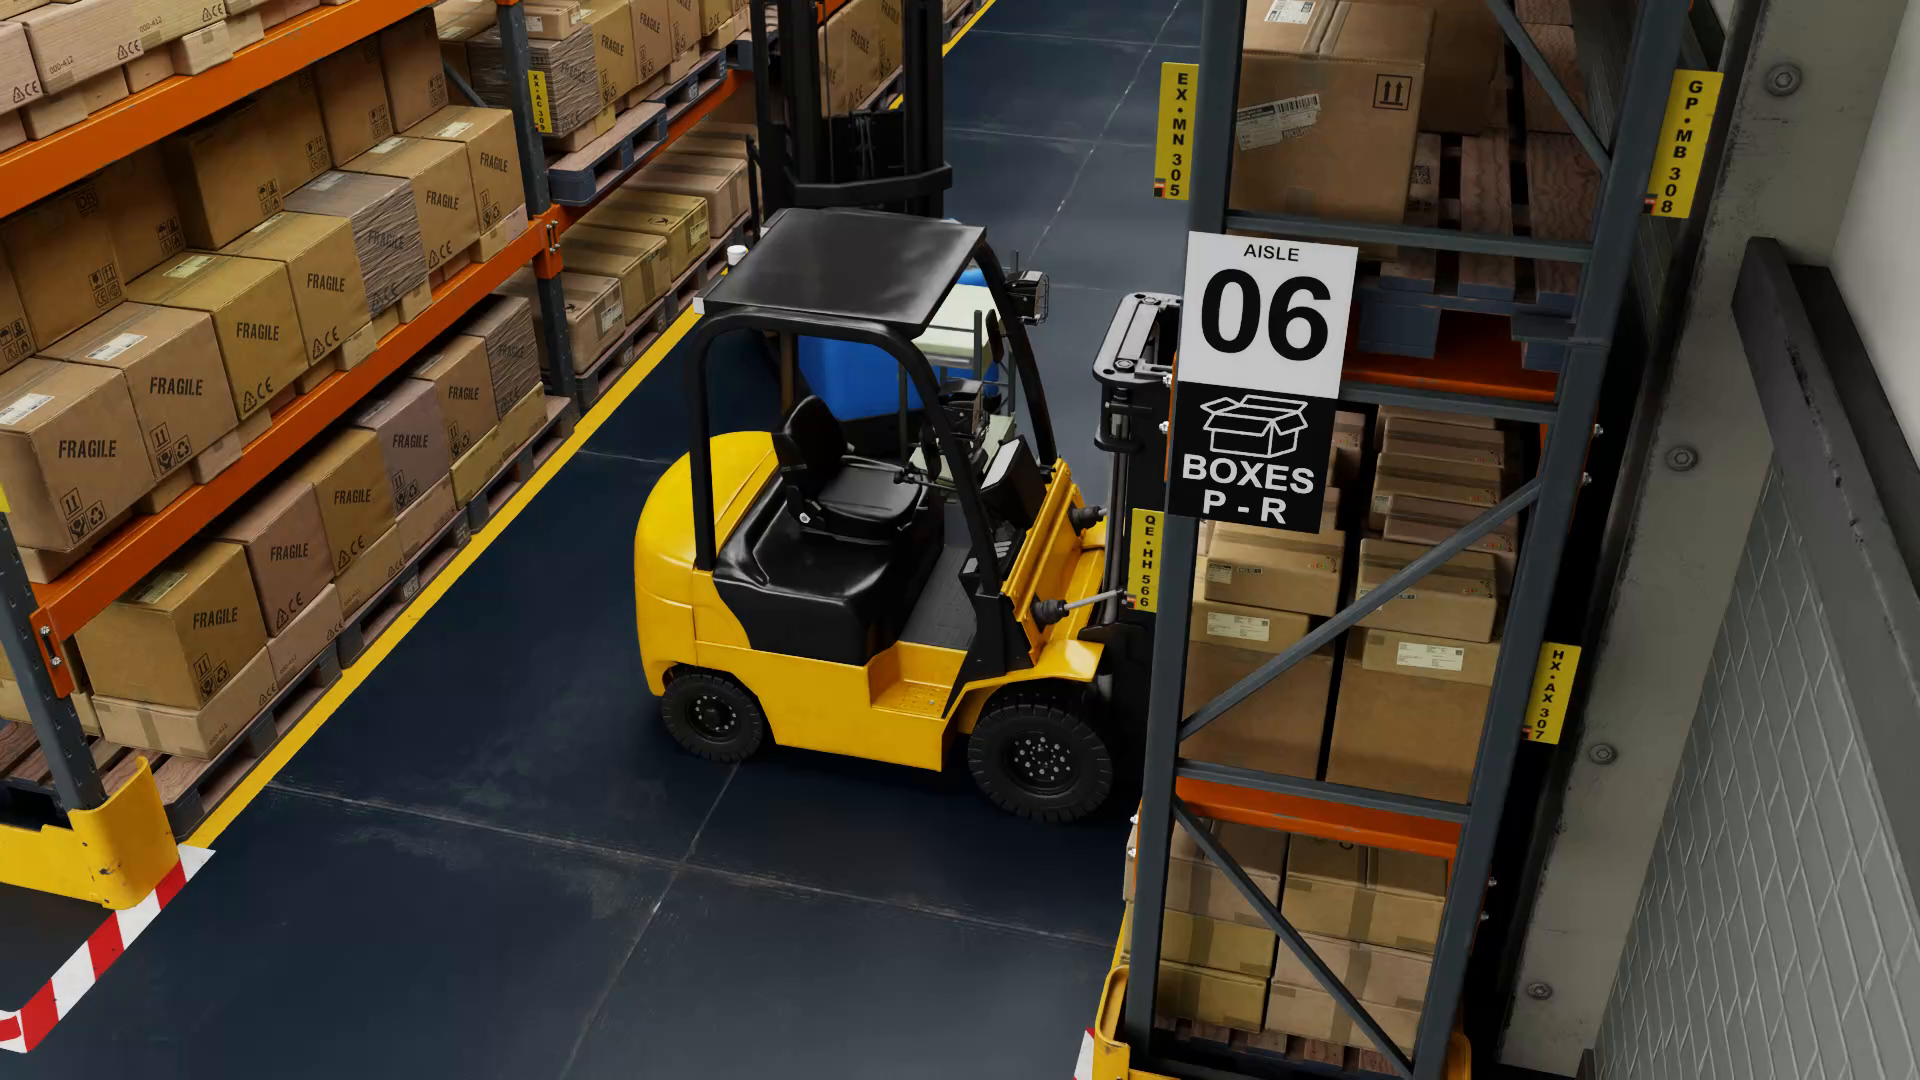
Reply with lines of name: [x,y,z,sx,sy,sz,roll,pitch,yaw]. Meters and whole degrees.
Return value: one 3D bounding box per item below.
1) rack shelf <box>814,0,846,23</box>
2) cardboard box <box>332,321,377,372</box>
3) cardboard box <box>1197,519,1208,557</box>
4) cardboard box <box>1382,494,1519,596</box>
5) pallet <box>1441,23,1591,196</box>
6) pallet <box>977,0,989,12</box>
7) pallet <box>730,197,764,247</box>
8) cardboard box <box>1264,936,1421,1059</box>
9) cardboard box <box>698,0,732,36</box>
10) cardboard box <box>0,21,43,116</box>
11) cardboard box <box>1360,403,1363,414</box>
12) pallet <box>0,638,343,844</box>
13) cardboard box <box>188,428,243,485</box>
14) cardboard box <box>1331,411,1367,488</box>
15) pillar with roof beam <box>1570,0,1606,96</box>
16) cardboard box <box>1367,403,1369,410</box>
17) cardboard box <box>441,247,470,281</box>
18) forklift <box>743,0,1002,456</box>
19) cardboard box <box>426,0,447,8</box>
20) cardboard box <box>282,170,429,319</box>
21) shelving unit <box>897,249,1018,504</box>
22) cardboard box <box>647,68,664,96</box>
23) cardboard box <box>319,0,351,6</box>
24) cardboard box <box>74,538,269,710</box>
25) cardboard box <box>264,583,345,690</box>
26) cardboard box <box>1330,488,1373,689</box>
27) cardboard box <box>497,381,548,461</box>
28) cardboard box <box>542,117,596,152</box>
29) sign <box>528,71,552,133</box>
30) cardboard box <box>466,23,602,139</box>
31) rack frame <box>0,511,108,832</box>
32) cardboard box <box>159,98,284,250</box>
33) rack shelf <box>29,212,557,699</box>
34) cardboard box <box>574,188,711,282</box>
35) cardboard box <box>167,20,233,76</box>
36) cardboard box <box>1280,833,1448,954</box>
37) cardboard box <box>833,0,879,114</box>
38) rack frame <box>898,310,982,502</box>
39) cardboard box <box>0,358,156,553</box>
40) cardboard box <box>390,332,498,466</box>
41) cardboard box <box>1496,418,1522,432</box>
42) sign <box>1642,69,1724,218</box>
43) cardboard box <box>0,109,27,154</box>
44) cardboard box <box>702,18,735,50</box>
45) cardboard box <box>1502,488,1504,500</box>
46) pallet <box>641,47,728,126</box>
rack shelf: [-1.228,-4.831,14.223,1.077,0.370,4.000,8,33,12]
cardboard box: [-2.916,-0.911,7.622,0.380,0.149,0.250,8,33,13]
cardboard box: [0.889,0.058,5.165,0.380,0.149,0.250,9,33,13]
cardboard box: [1.456,0.013,4.959,0.380,0.149,0.250,9,34,14]
pallet: [1.548,-1.498,5.597,1.003,0.211,1.213,8,33,12]
pallet: [-0.144,-6.014,18.014,1.003,0.211,1.213,8,33,12]
pallet: [-1.936,-2.514,12.508,1.003,0.211,1.213,8,33,12]
cardboard box: [1.350,1.484,5.791,0.500,0.250,0.500,8,33,13]
cardboard box: [-1.830,-3.636,10.911,0.500,0.500,0.500,6,33,9]
cardboard box: [-3.381,-1.498,5.376,0.500,0.250,0.500,7,33,12]
cardboard box: [1.294,-0.401,6.491,0.500,0.500,0.500,8,33,13]
pallet: [-3.506,0.776,7.333,1.003,0.211,1.213,8,33,12]
cardboard box: [-3.175,-0.372,6.773,0.380,0.149,0.250,9,33,13]
cardboard box: [1.131,-0.318,5.479,0.380,0.149,0.250,8,33,13]
pillar with roof beam: [-0.557,-5.741,9.393,9.100,9.000,0.400,8,33,12]
cardboard box: [2.069,-0.861,7.215,0.500,0.500,0.500,8,33,13]
cardboard box: [-2.736,-1.451,8.471,0.380,0.149,0.250,8,33,13]
forklift: [-0.715,-2.476,9.912,1.130,2.935,3.031,-10,34,-16]
cardboard box: [-5.479,-5.497,16.540,0.500,0.500,0.500,7,33,11]
cardboard box: [-2.874,-1.386,7.764,0.500,0.500,0.500,9,34,14]
shelving unit: [-0.002,-0.629,8.342,0.431,1.500,0.755,8,33,12]
cardboard box: [-2.065,-2.877,10.323,0.380,0.149,0.250,8,33,13]
cardboard box: [-2.811,-2.443,7.235,0.380,0.149,0.250,9,34,14]
cardboard box: [-3.288,0.328,6.910,0.500,0.500,0.500,7,33,11]
cardboard box: [-3.157,0.393,7.507,0.500,0.250,0.500,9,34,14]
cardboard box: [1.541,0.194,5.555,0.500,0.500,0.500,9,34,14]
cardboard box: [-2.641,-0.694,9.217,0.500,0.250,0.500,10,34,15]
cardboard box: [-2.305,-2.336,9.471,0.380,0.149,0.250,8,33,13]
sign: [-2.224,-2.316,8.790,0.100,0.325,0.005,8,33,12]
cardboard box: [-2.355,-2.570,9.234,0.500,0.500,0.500,9,33,14]
rack frame: [-3.766,0.055,5.867,1.000,3.000,0.127,8,33,12]
cardboard box: [-3.421,-1.610,7.184,0.700,0.500,0.500,8,33,12]
rack shelf: [-3.259,-0.679,7.693,1.077,0.370,4.000,8,33,12]
cardboard box: [-2.266,-2.096,11.309,0.950,0.372,0.625,9,34,14]
cardboard box: [-3.044,-1.904,6.387,0.380,0.149,0.250,8,33,13]
cardboard box: [1.341,1.067,5.516,0.500,0.250,0.500,8,33,12]
cardboard box: [-1.250,-4.186,14.128,0.875,0.875,0.875,8,33,13]
rack frame: [-0.095,-0.440,8.043,0.400,1.500,0.023,8,33,12]
cardboard box: [-3.378,-0.321,6.088,0.500,0.500,0.500,8,33,12]
cardboard box: [-2.769,-0.746,8.600,0.500,0.500,0.500,9,33,13]
cardboard box: [1.762,-0.517,5.792,0.380,0.149,0.250,7,33,11]
sign: [1.571,-0.860,3.623,0.100,0.325,0.005,8,33,12]
cardboard box: [-3.388,-1.381,5.565,0.380,0.149,0.250,7,33,11]
cardboard box: [-1.738,-3.405,11.153,0.380,0.149,0.250,9,33,13]
cardboard box: [1.572,-0.126,5.454,0.380,0.149,0.250,7,33,11]
pallet: [-2.199,-2.983,10.824,1.003,0.211,1.213,8,33,12]
